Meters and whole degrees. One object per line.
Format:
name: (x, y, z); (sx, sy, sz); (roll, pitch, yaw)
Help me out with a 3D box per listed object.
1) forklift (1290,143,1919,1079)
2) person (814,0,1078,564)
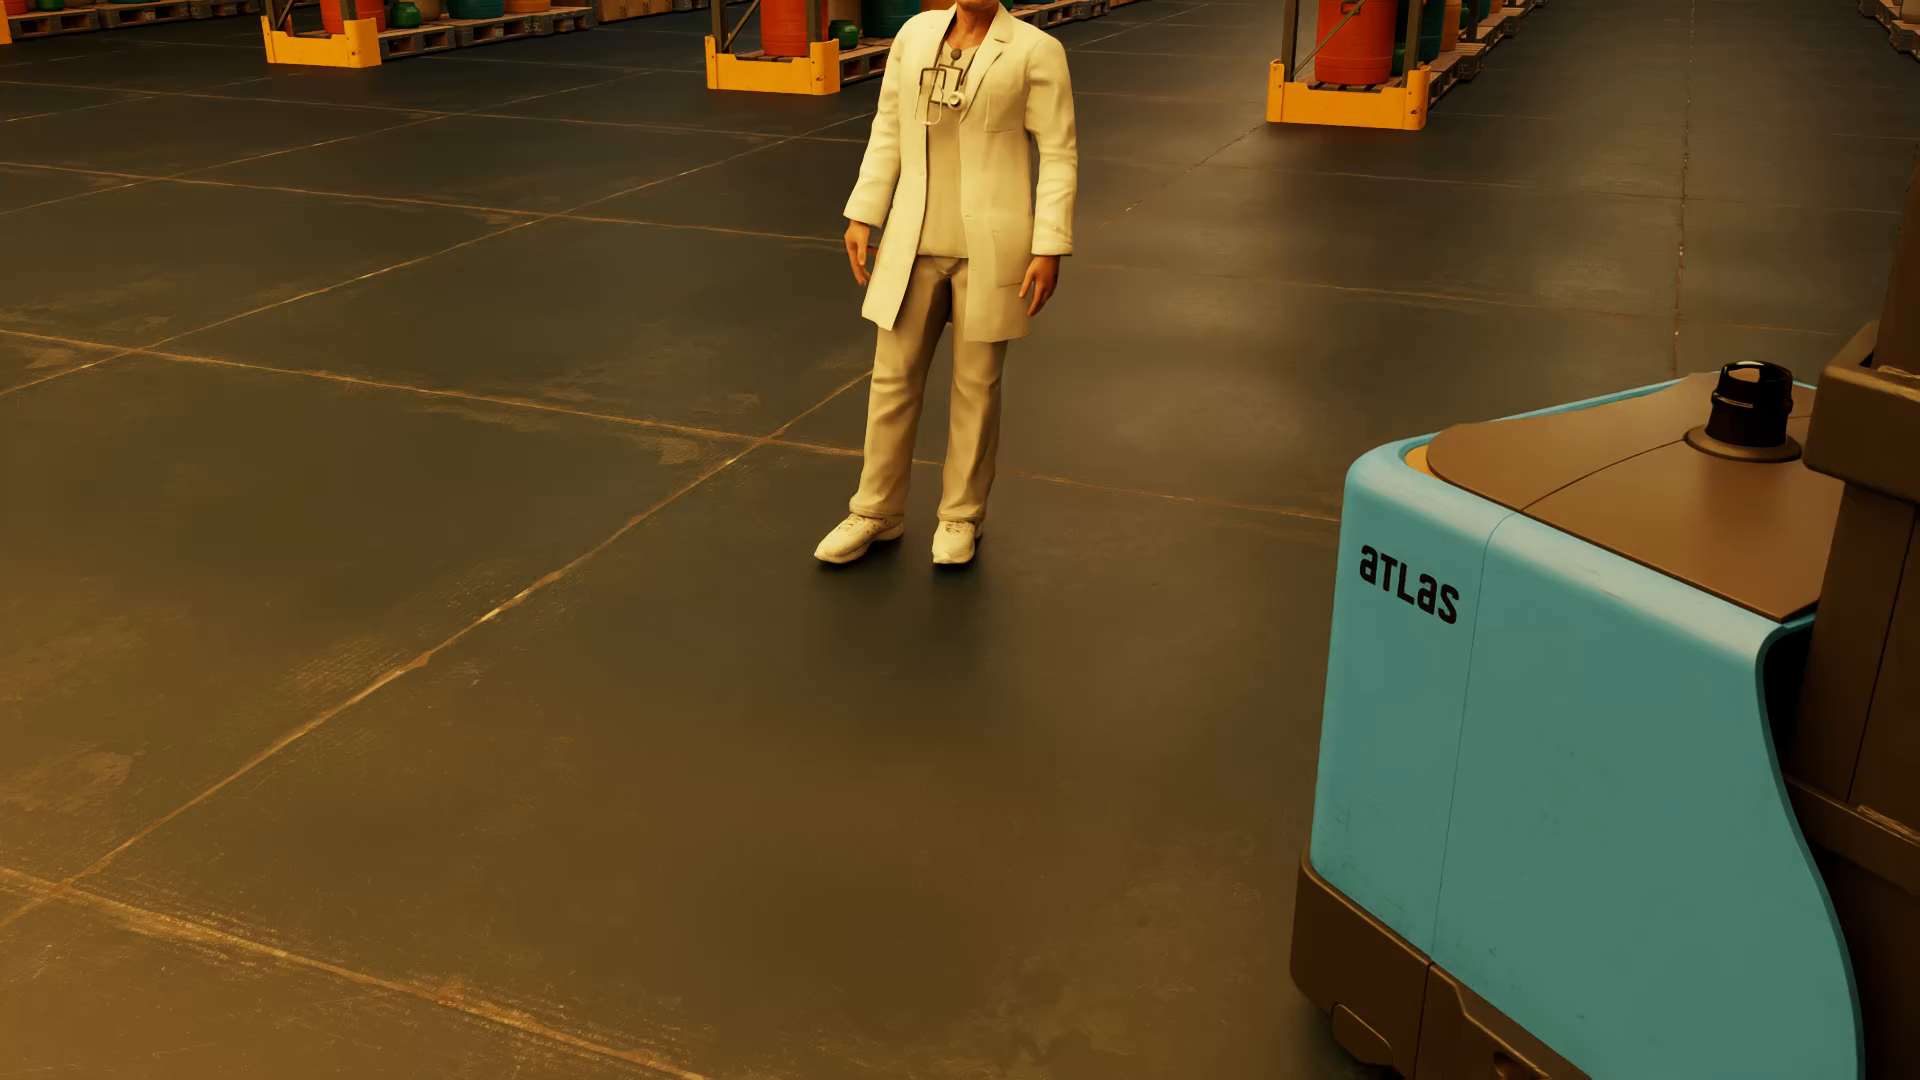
forklift: (1.769, -0.105, 1.545); (1.130, 2.935, 3.031); (-12, 26, -27)
person: (-0.038, -0.795, 4.670); (0.698, 1.778, 0.578); (9, 24, 21)
